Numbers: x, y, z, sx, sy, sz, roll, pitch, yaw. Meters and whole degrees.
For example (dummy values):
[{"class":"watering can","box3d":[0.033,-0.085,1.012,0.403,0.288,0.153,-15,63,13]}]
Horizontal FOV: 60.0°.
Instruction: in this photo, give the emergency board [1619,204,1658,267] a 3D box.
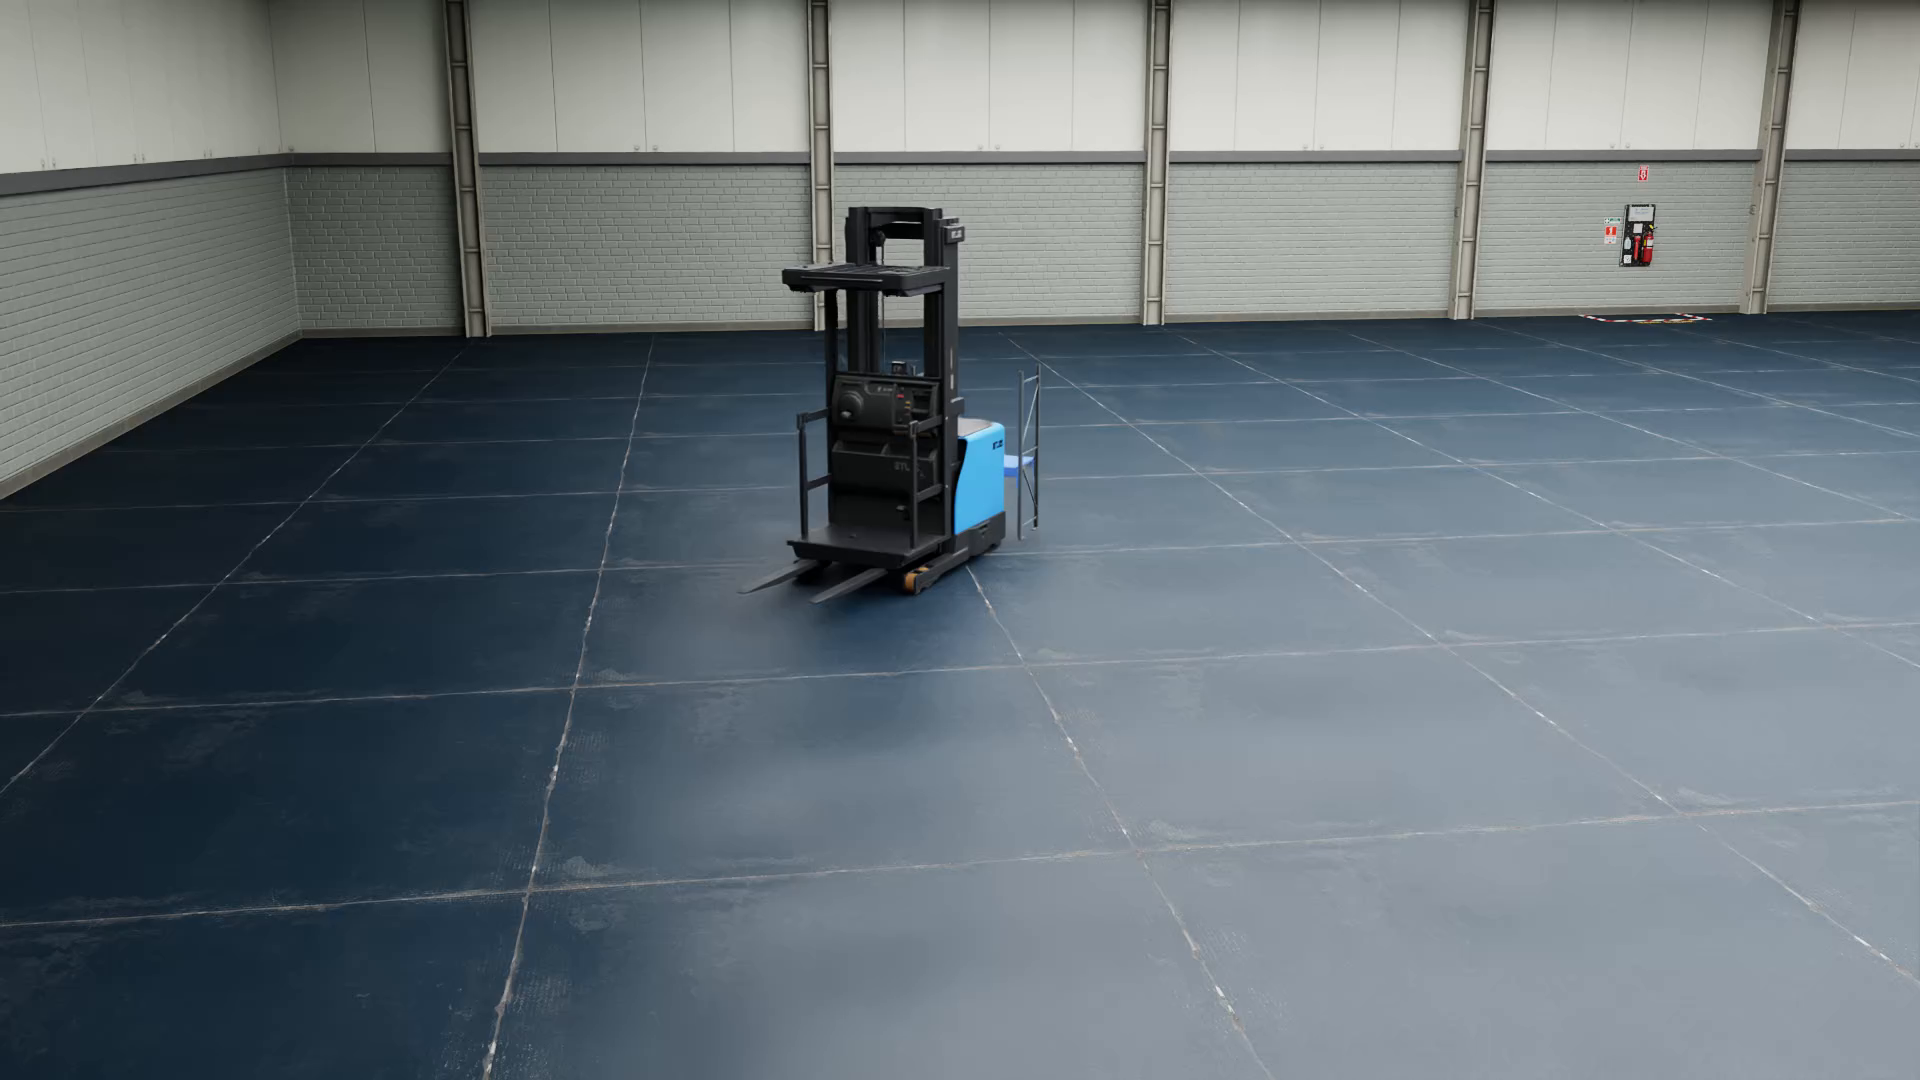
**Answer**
[{"class":"emergency board","box3d":[12.941,-5.784,31.617,0.643,1.169,0.194,-2,14,-8]}]

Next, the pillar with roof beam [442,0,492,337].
[{"class":"pillar with roof beam","box3d":[-7.701,-6.869,23.611,0.400,9.000,9.100,-2,14,-8]}]

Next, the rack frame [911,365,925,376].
[{"class":"rack frame","box3d":[-0.333,-0.874,15.123,0.032,1.500,0.500,5,15,21]}]

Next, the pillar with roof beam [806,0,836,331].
[{"class":"pillar with roof beam","box3d":[-1.768,-7.086,24.478,0.400,9.000,9.100,-2,14,-8]}]

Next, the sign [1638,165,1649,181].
[{"class":"sign","box3d":[12.918,-6.932,31.430,0.199,0.298,0.001,-2,14,-8]}]

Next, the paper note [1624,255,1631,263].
[{"class":"paper note","box3d":[12.755,-5.367,31.765,0.142,0.148,0.016,-2,14,-8]}]

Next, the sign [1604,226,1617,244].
[{"class":"sign","box3d":[12.378,-5.806,31.632,0.234,0.329,0.001,-2,14,-8]}]

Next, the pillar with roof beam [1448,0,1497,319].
[{"class":"pillar with roof beam","box3d":[10.098,-7.521,26.212,0.400,9.000,9.100,-2,14,-8]}]

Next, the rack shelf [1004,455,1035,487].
[{"class":"rack shelf","box3d":[0.140,-0.654,14.986,1.000,0.185,0.538,5,15,21]}]

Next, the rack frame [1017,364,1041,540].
[{"class":"rack frame","box3d":[0.613,-0.783,14.762,0.032,1.500,0.500,5,15,21]}]

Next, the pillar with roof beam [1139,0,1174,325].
[{"class":"pillar with roof beam","box3d":[4.165,-7.303,25.345,0.400,9.000,9.100,-2,14,-8]}]

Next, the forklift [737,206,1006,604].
[{"class":"forklift","box3d":[-0.692,-1.119,13.159,1.130,2.935,3.031,7,16,25]}]

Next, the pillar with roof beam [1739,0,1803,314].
[{"class":"pillar with roof beam","box3d":[16.031,-7.738,27.079,0.400,9.000,9.100,-2,14,-8]}]

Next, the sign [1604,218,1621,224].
[{"class":"sign","box3d":[12.384,-6.061,31.560,0.331,0.109,0.001,-2,14,-8]}]

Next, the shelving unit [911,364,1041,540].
[{"class":"shelving unit","box3d":[0.140,-0.829,14.943,1.048,1.500,0.538,5,15,21]}]
